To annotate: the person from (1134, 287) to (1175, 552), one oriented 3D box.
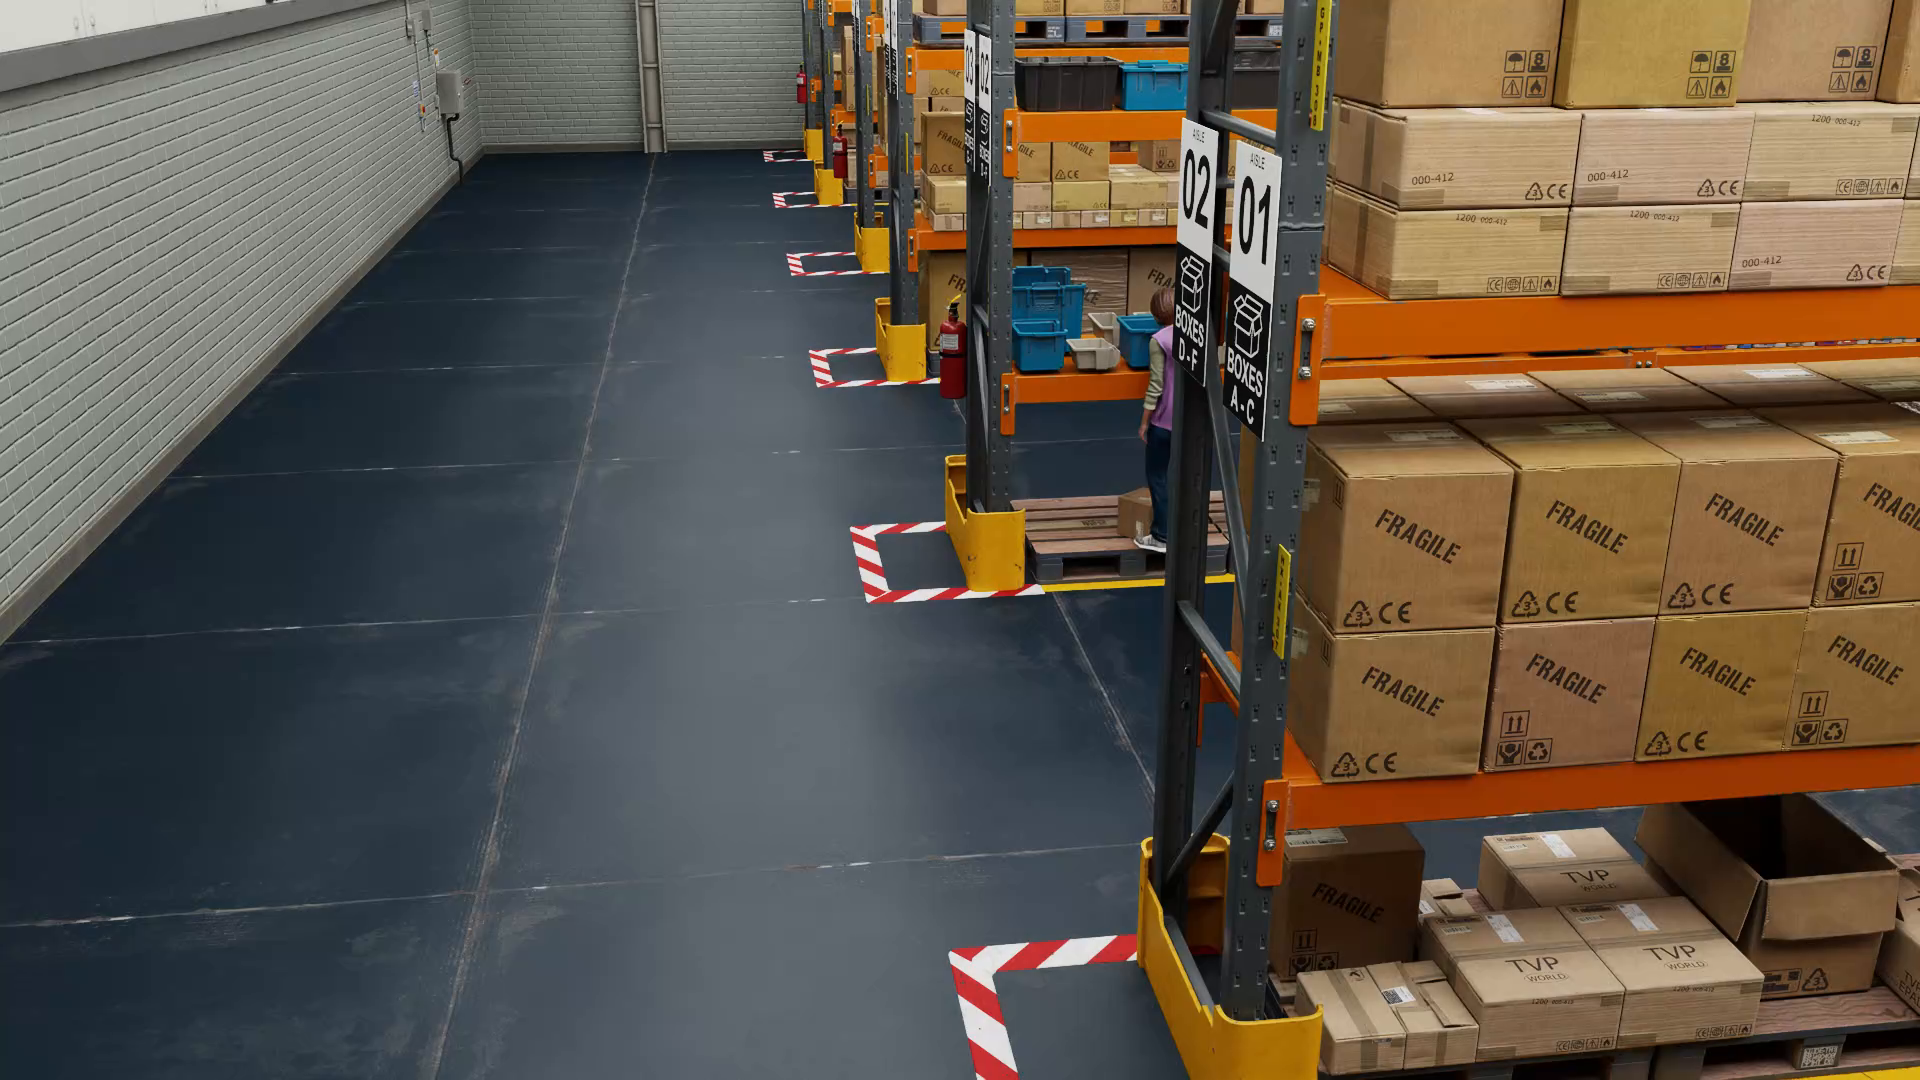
[{"bbox_3d":[1.266,-0.707,9.902,0.474,1.592,0.350,-14,25,-34],"label":"person"}]
